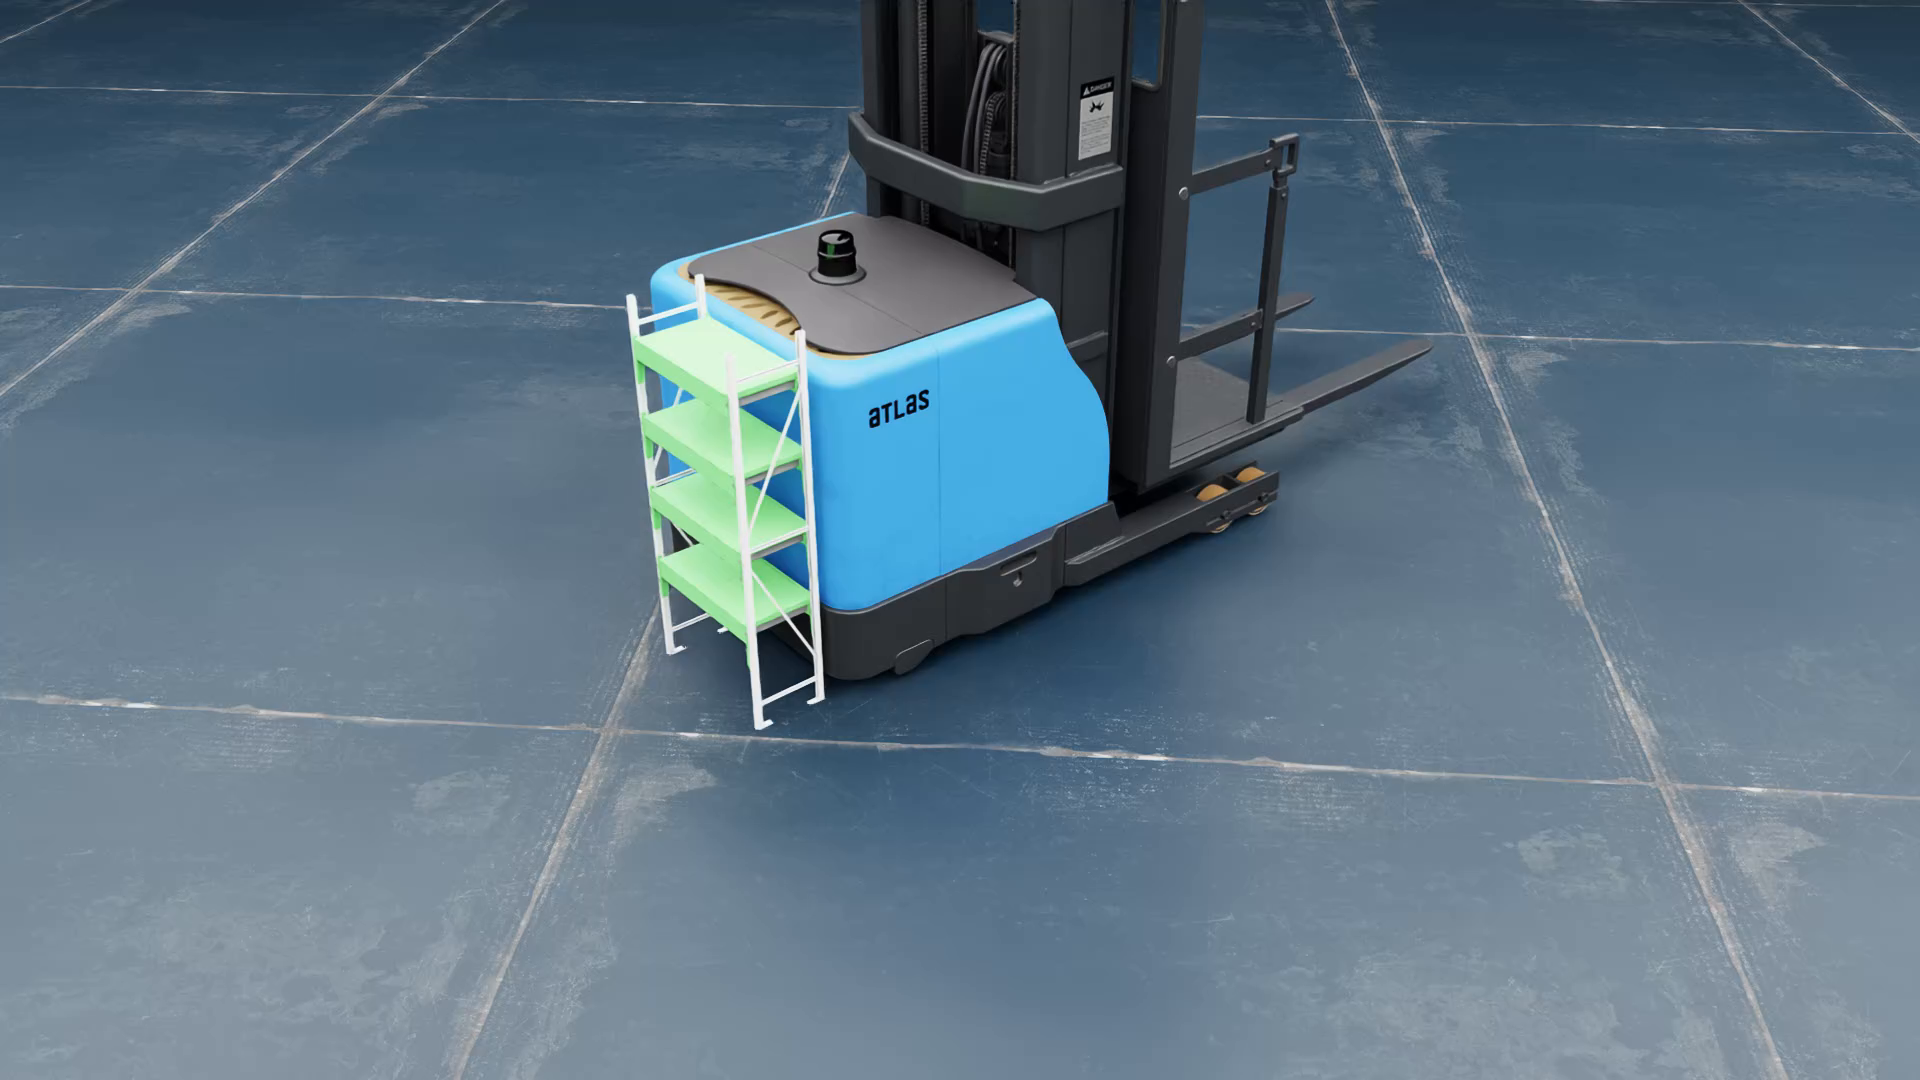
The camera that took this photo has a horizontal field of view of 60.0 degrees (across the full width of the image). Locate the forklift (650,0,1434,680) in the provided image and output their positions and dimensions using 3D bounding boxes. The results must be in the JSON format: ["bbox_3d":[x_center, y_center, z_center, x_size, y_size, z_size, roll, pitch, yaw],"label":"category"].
[{"bbox_3d":[0.500,-1.464,5.331,3.031,2.935,1.130,-23,39,-33],"label":"forklift"}]

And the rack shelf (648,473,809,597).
[{"bbox_3d":[-0.659,-0.041,4.795,0.258,0.148,0.480,-24,39,-33],"label":"rack shelf"}]

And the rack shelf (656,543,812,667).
[{"bbox_3d":[-0.659,0.163,4.921,0.258,0.148,0.480,-24,39,-33],"label":"rack shelf"}]

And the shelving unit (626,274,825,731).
[{"bbox_3d":[-0.659,-0.096,4.762,0.258,1.200,0.503,-24,39,-33],"label":"shelving unit"}]

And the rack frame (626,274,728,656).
[{"bbox_3d":[-0.816,-0.194,4.921,0.240,1.200,0.015,-24,39,-33],"label":"rack frame"}]

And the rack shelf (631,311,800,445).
[{"bbox_3d":[-0.659,-0.450,4.544,0.258,0.148,0.480,-24,39,-33],"label":"rack shelf"}]

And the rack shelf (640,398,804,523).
[{"bbox_3d":[-0.659,-0.246,4.670,0.258,0.148,0.480,-24,39,-33],"label":"rack shelf"}]

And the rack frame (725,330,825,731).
[{"bbox_3d":[-0.502,0.002,4.603,0.240,1.200,0.015,-24,39,-33],"label":"rack frame"}]
